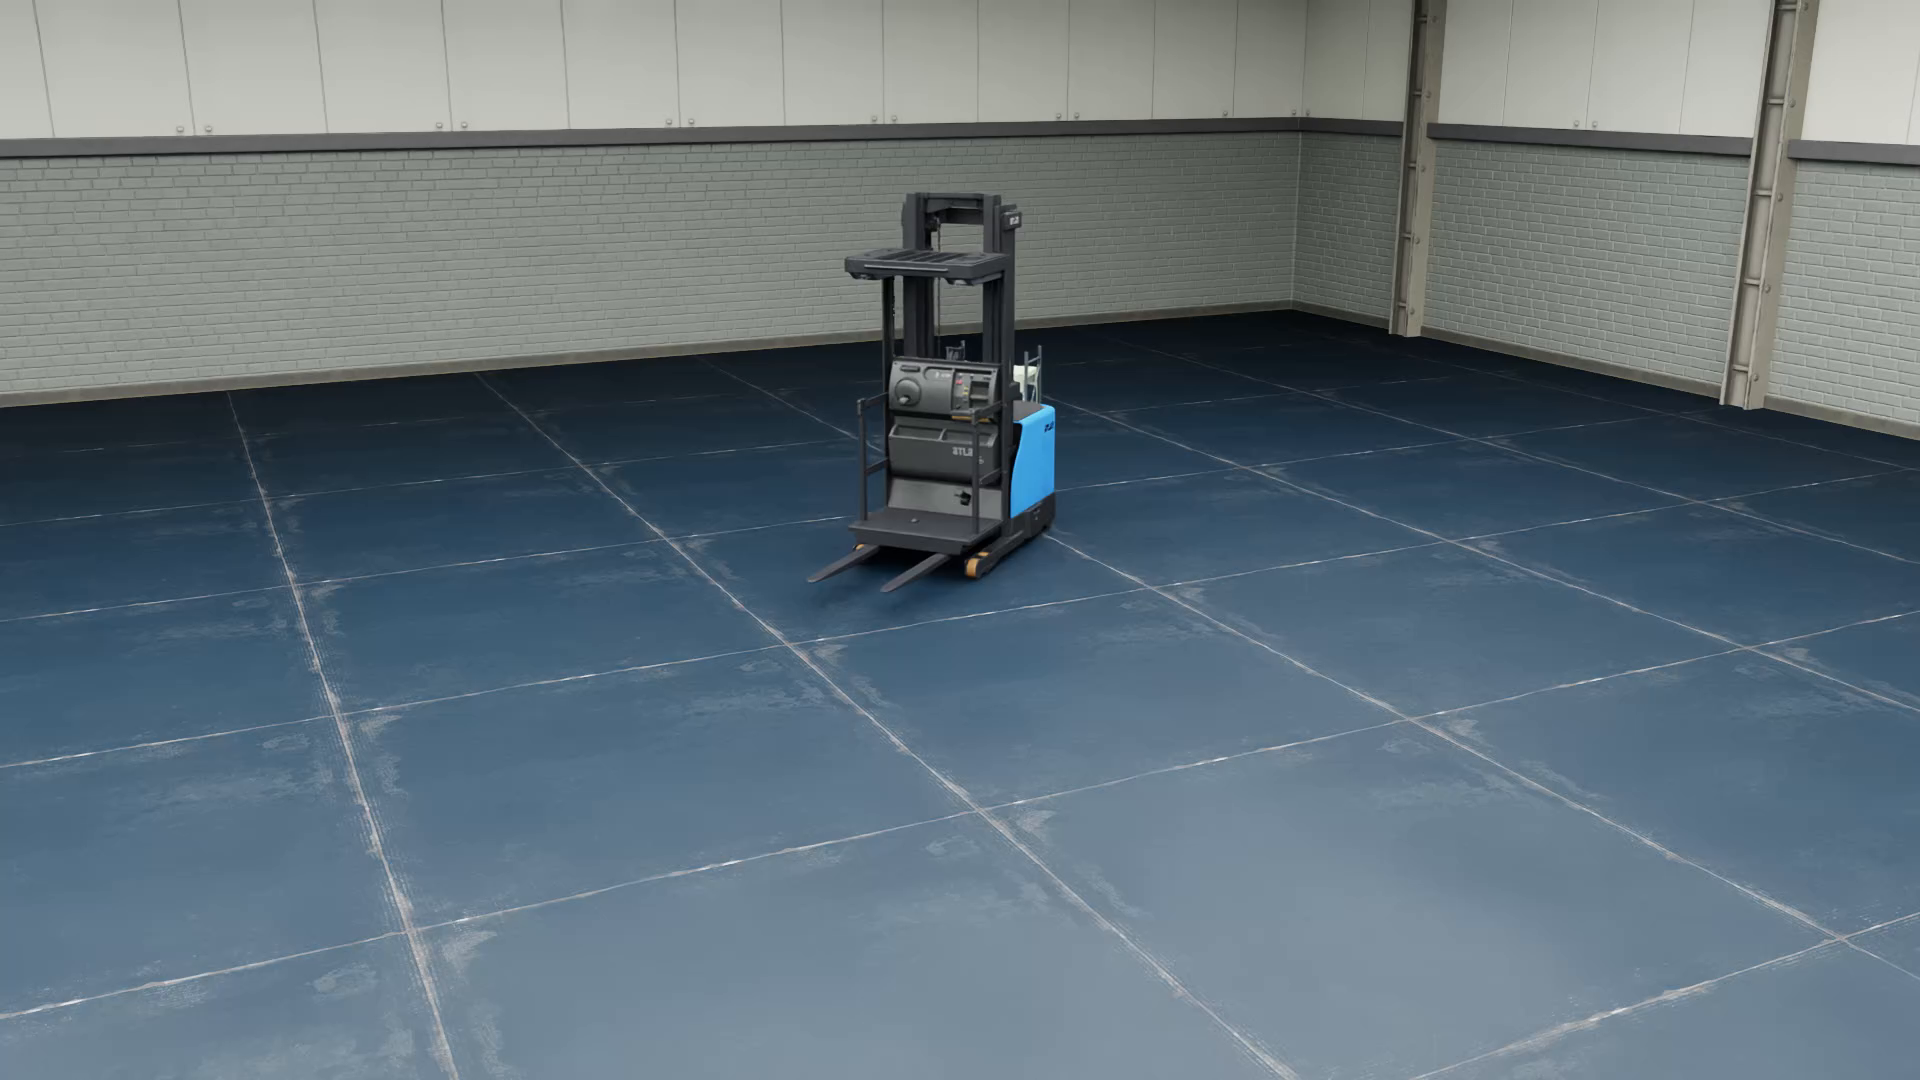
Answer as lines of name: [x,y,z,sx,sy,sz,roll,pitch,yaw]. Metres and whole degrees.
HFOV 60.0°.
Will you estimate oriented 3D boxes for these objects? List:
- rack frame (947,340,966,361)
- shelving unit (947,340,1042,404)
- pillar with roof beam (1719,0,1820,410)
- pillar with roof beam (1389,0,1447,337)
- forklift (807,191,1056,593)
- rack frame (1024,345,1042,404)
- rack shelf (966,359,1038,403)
rack frame: [-0.034,-1.048,15.180,0.023,1.500,0.400,6,17,21]
shelving unit: [0.307,-1.011,15.050,0.755,1.500,0.431,6,17,21]
pillar with roof beam: [5.453,-5.406,16.774,9.100,9.000,0.400,-8,18,-25]
pillar with roof beam: [2.824,-6.894,21.958,9.100,9.000,0.400,-8,18,-25]
forklift: [-0.221,-1.235,13.240,1.130,2.935,3.031,7,17,23]
rack frame: [0.647,-0.973,14.921,0.023,1.500,0.400,6,17,21]
rack shelf: [0.307,-1.386,14.944,0.720,0.370,0.431,6,17,21]
